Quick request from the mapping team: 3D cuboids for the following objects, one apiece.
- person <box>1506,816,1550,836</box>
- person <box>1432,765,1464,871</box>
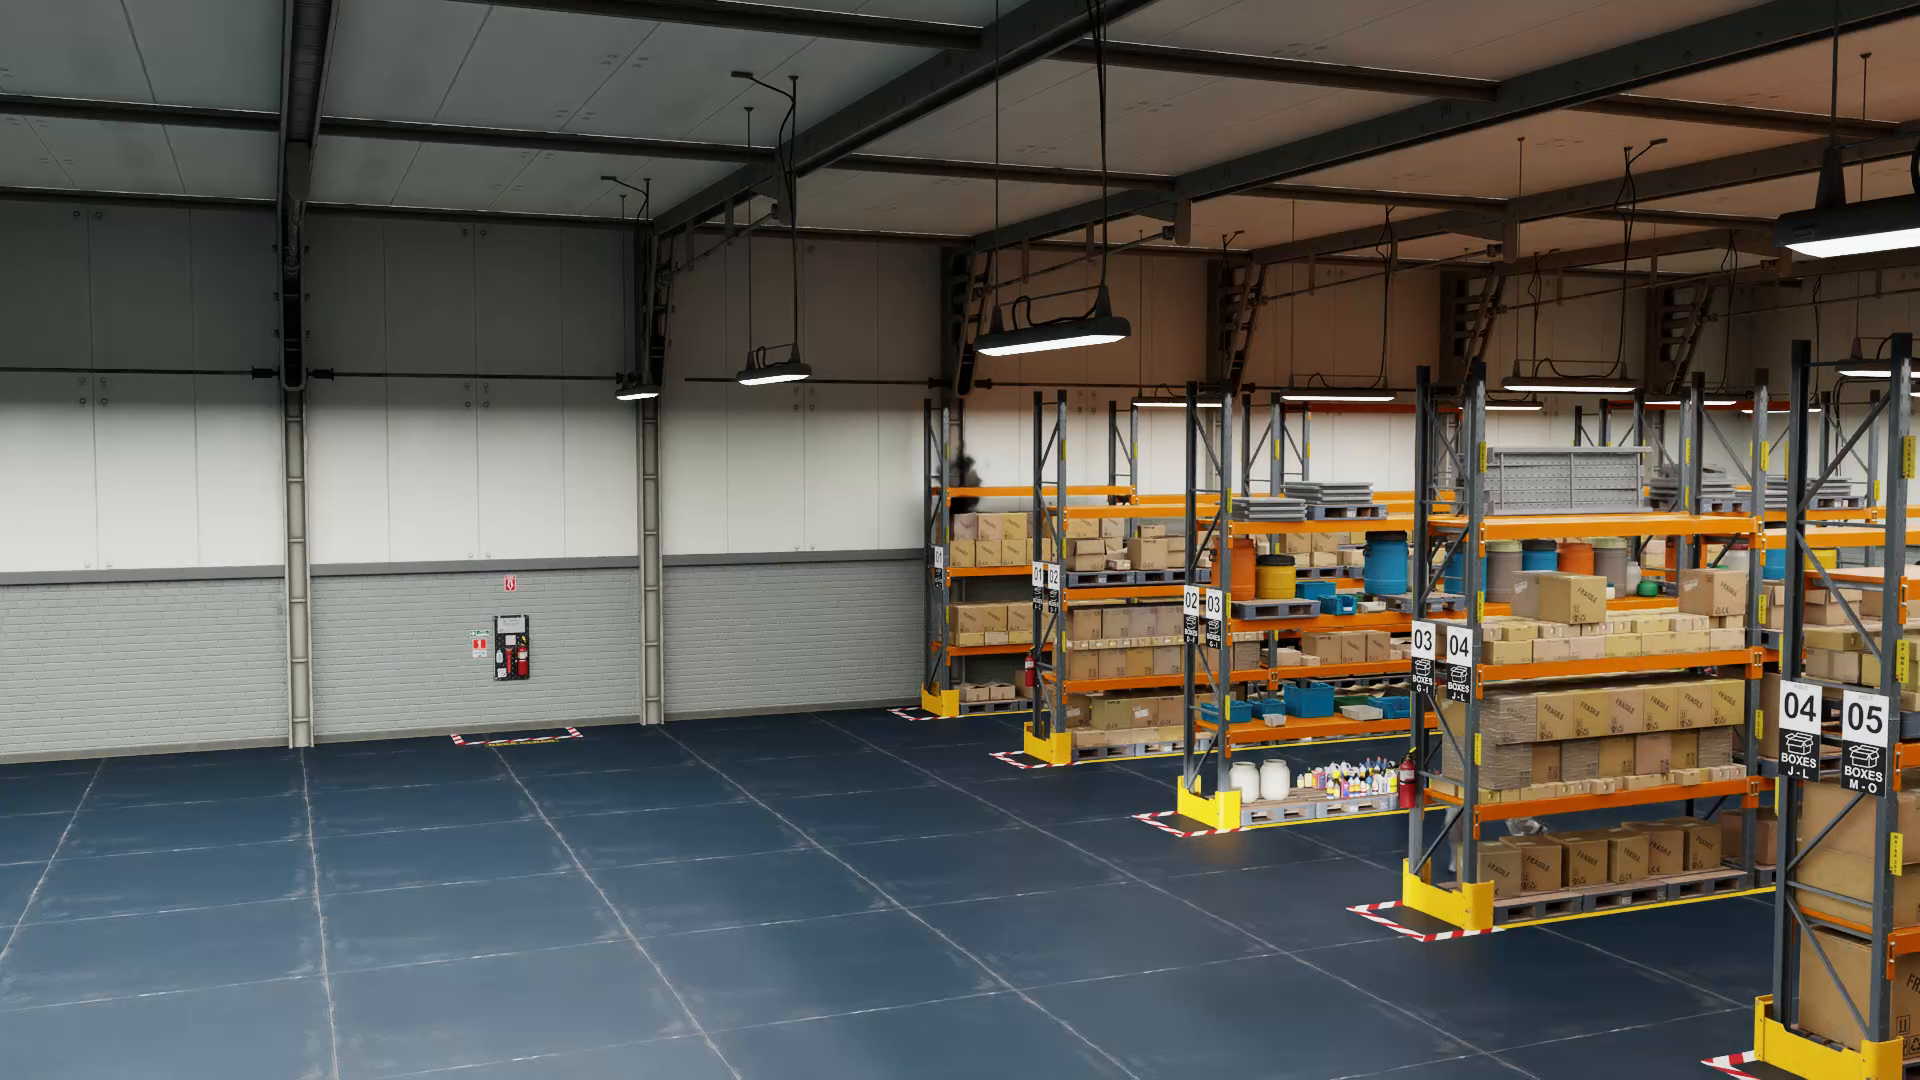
[{"bbox_3d":[7.006,3.088,20.507,0.635,1.758,0.651,-1,4,-20],"label":"person"},{"bbox_3d":[6.024,3.141,20.163,0.681,1.736,0.553,-2,4,-24],"label":"person"}]
